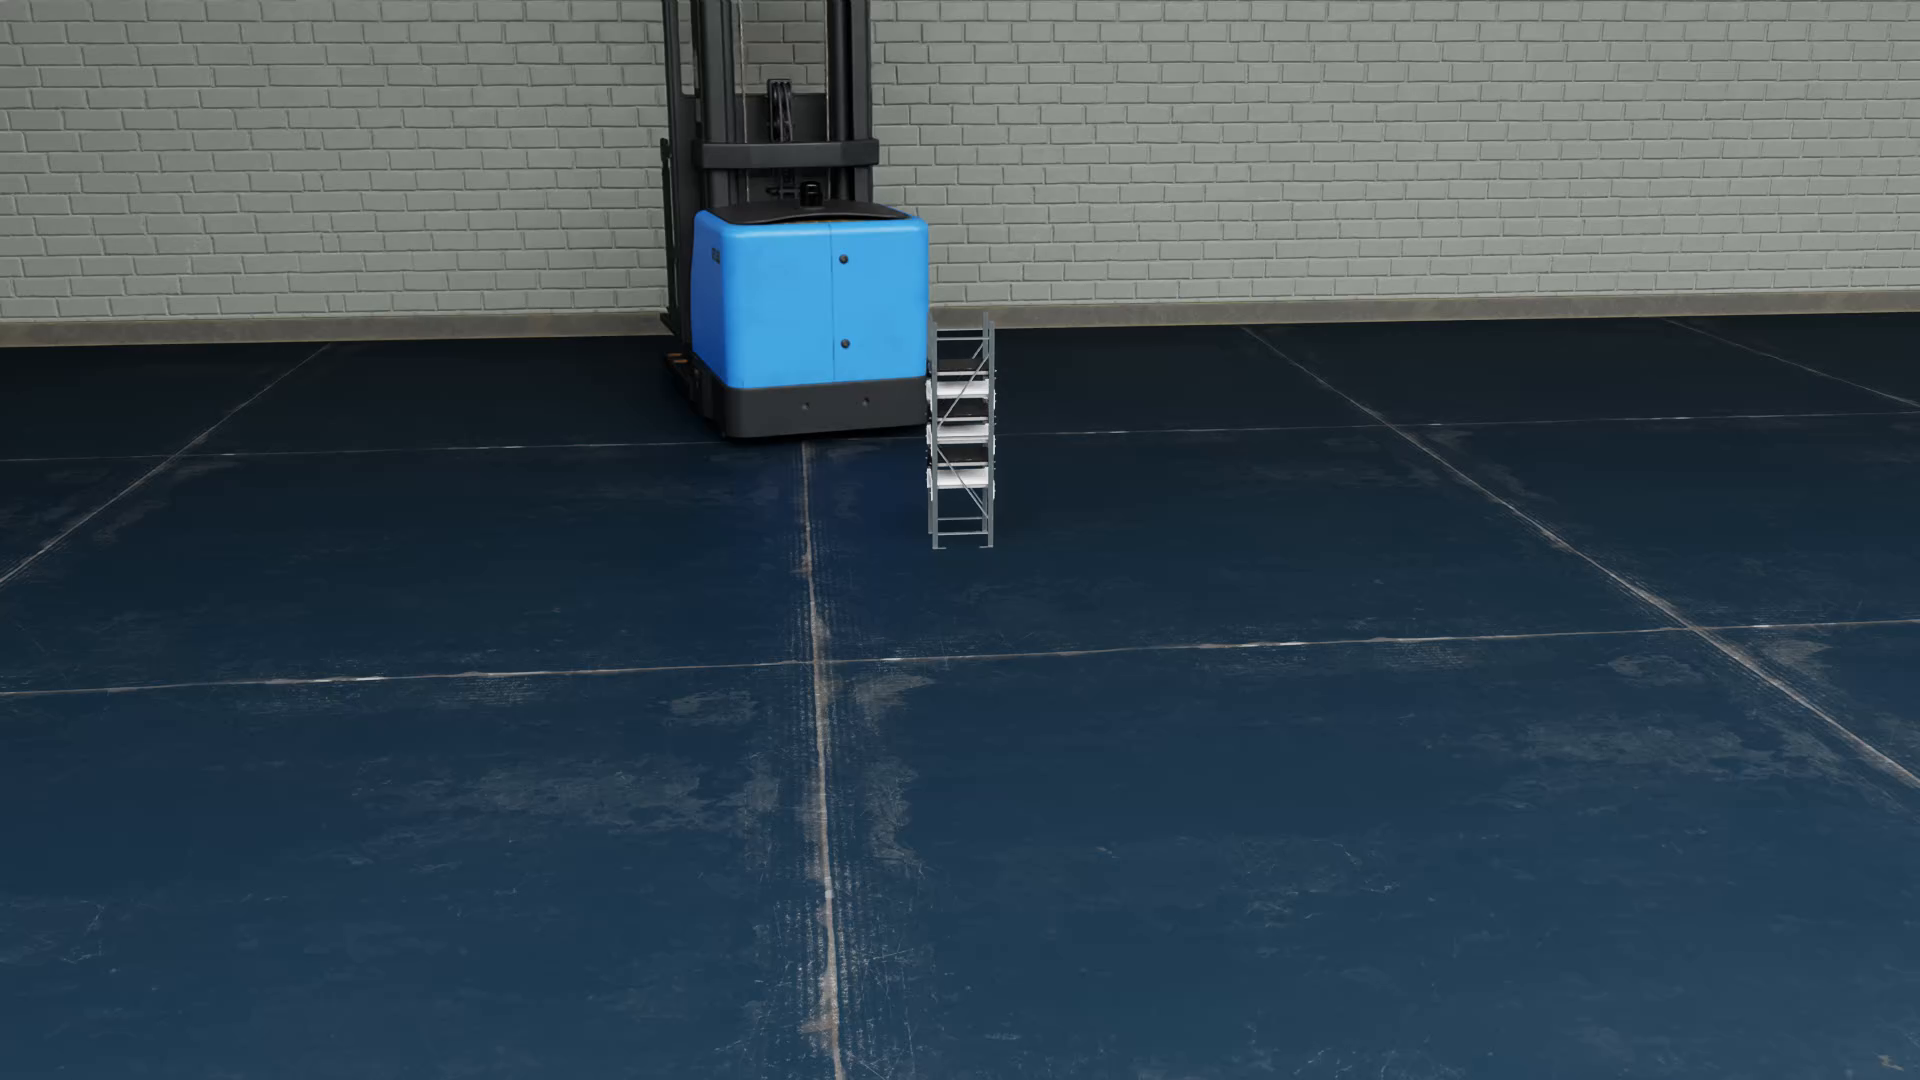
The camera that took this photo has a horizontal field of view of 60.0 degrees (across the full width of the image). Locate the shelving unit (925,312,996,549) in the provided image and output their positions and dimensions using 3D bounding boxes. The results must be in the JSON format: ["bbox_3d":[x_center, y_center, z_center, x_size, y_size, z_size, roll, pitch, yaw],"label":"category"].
[{"bbox_3d":[0.001,-0.427,6.535,0.258,0.900,0.210,-2,18,-6],"label":"shelving unit"}]

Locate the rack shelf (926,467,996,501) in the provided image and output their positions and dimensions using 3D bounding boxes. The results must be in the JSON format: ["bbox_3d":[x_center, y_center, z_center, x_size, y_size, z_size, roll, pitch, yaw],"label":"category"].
[{"bbox_3d":[0.001,-0.223,6.598,0.258,0.077,0.200,-2,18,-6],"label":"rack shelf"}]

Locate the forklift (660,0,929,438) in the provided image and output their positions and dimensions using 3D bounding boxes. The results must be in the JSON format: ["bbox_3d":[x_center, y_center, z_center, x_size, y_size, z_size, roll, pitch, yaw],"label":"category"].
[{"bbox_3d":[-1.084,-2.291,9.082,1.130,2.935,3.031,-6,18,-18],"label":"forklift"}]

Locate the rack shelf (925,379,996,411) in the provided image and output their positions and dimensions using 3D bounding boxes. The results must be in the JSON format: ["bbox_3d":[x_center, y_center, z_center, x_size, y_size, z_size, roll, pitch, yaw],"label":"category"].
[{"bbox_3d":[0.001,-0.567,6.491,0.258,0.077,0.200,-2,18,-6],"label":"rack shelf"}]

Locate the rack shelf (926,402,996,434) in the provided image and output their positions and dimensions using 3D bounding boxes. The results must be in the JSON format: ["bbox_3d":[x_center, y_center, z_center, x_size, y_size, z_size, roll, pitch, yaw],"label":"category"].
[{"bbox_3d":[0.001,-0.481,6.518,0.258,0.077,0.200,-2,18,-6],"label":"rack shelf"}]

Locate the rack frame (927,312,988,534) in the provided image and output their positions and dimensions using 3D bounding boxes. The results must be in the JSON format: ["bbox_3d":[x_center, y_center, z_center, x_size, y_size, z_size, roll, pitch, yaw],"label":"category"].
[{"bbox_3d":[-0.010,-0.457,6.631,0.240,0.900,0.006,-2,18,-6],"label":"rack frame"}]

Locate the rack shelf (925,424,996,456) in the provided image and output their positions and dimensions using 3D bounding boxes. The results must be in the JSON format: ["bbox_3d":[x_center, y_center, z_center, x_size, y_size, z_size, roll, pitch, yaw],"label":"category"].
[{"bbox_3d":[0.001,-0.395,6.545,0.258,0.077,0.200,-2,18,-6],"label":"rack shelf"}]

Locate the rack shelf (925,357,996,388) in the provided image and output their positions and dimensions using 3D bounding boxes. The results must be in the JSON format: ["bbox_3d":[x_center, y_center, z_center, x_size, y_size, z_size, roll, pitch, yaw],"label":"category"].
[{"bbox_3d":[0.001,-0.653,6.464,0.258,0.077,0.200,-2,18,-6],"label":"rack shelf"}]

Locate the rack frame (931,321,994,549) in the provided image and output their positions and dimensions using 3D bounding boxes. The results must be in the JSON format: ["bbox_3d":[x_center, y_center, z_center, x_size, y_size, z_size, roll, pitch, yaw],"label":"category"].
[{"bbox_3d":[0.011,-0.397,6.438,0.240,0.900,0.006,-2,18,-6],"label":"rack frame"}]

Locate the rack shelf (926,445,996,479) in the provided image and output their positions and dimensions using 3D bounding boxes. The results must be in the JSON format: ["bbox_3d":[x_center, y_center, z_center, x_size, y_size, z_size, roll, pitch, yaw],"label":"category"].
[{"bbox_3d":[0.001,-0.309,6.572,0.258,0.077,0.200,-2,18,-6],"label":"rack shelf"}]
